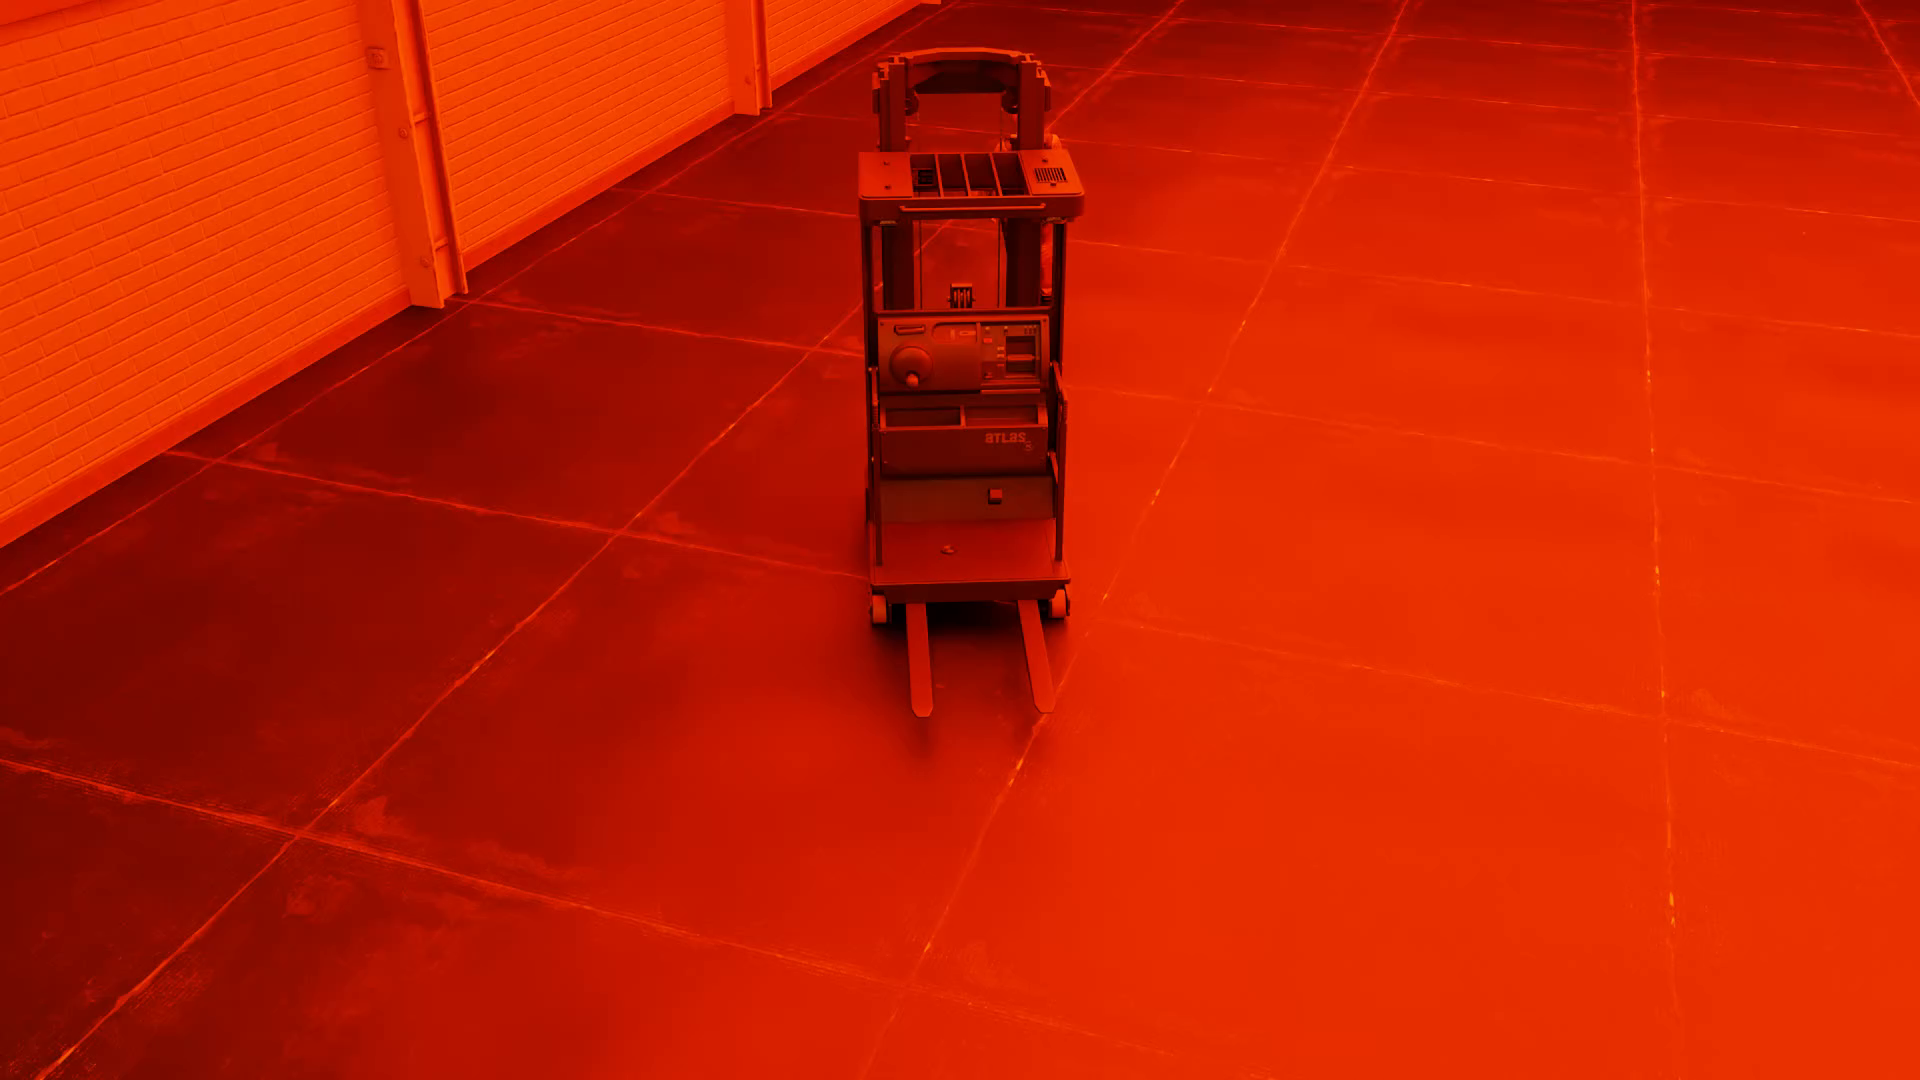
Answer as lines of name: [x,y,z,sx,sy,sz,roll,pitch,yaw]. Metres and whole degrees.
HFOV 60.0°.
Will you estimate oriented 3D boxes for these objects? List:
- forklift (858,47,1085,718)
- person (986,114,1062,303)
forklift: [0.035,-0.972,8.842,1.130,2.935,3.031,-2,30,-3]
person: [0.499,-2.614,12.930,0.633,1.717,0.578,-6,30,-11]
